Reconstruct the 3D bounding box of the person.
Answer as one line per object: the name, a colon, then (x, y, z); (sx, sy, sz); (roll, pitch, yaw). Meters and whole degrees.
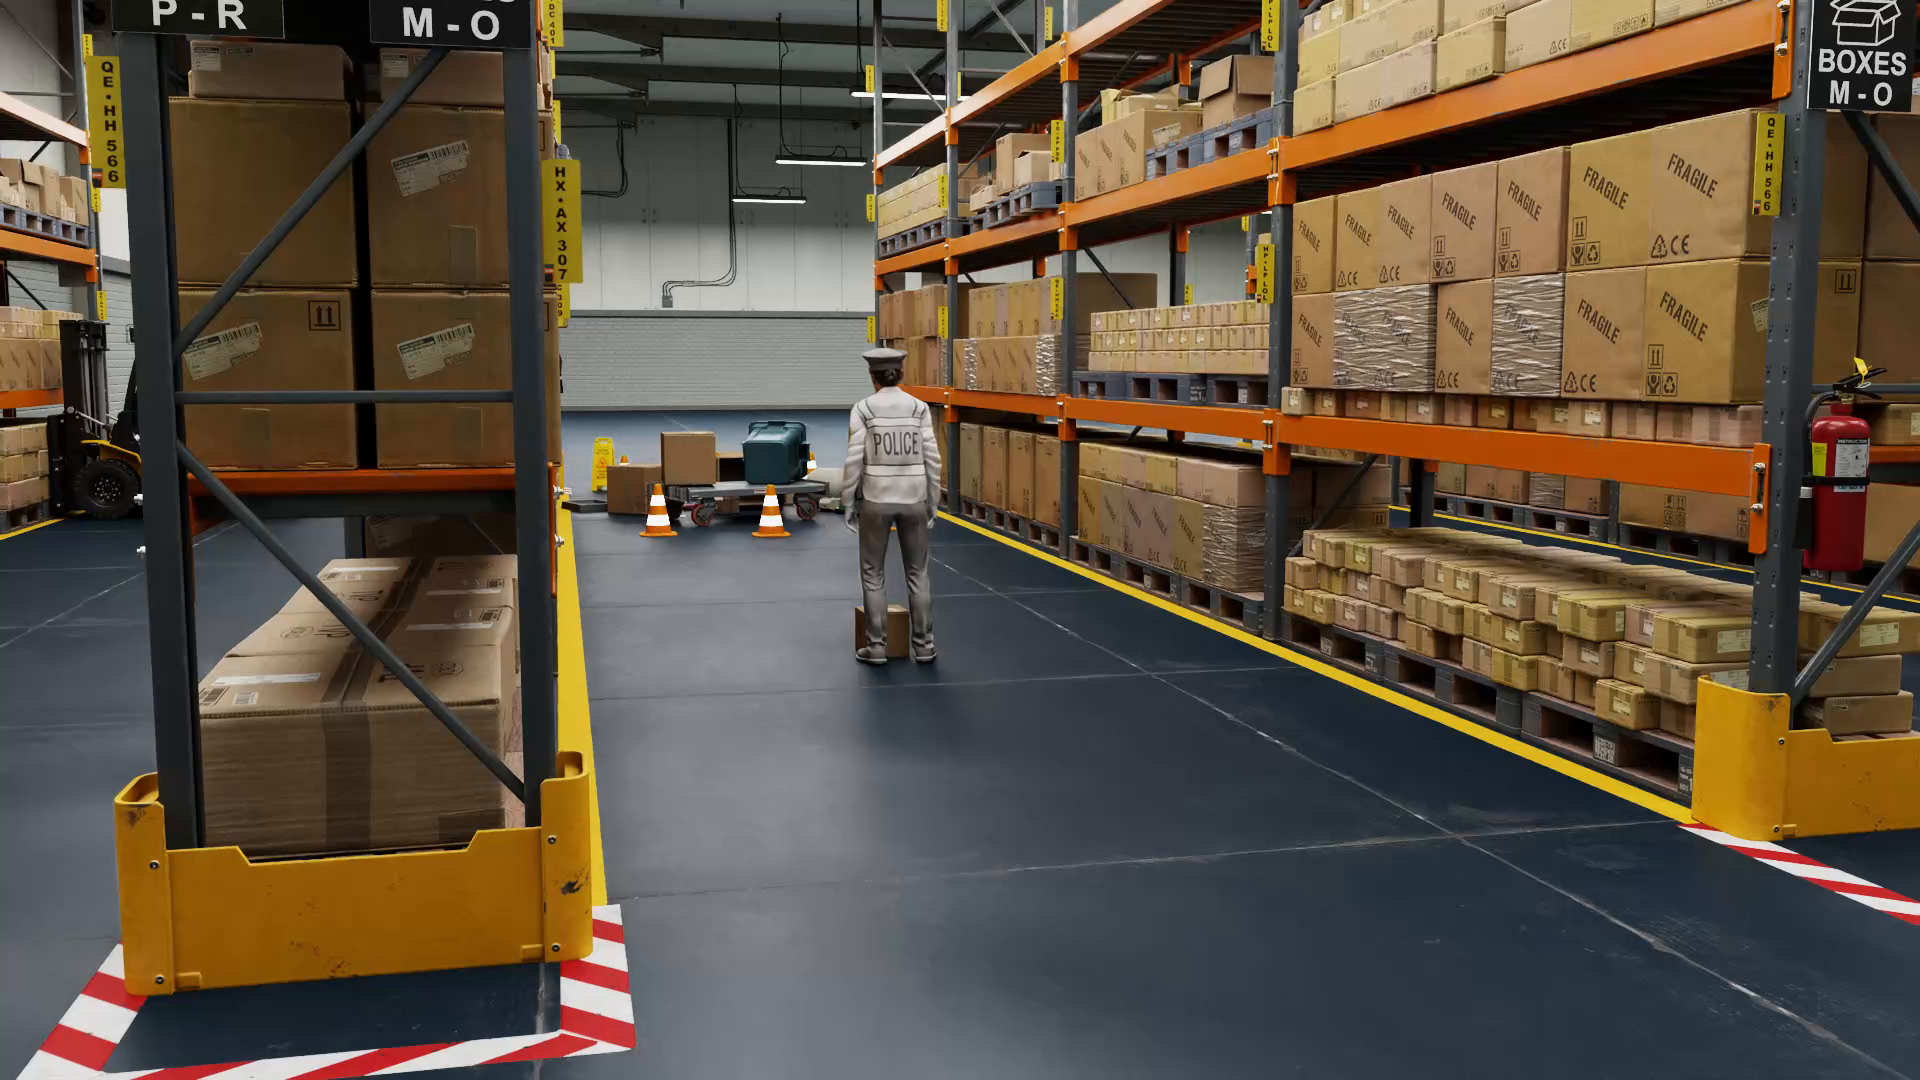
person: (-0.361, -0.178, 8.793); (0.530, 1.663, 0.377); (-2, 6, -14)
